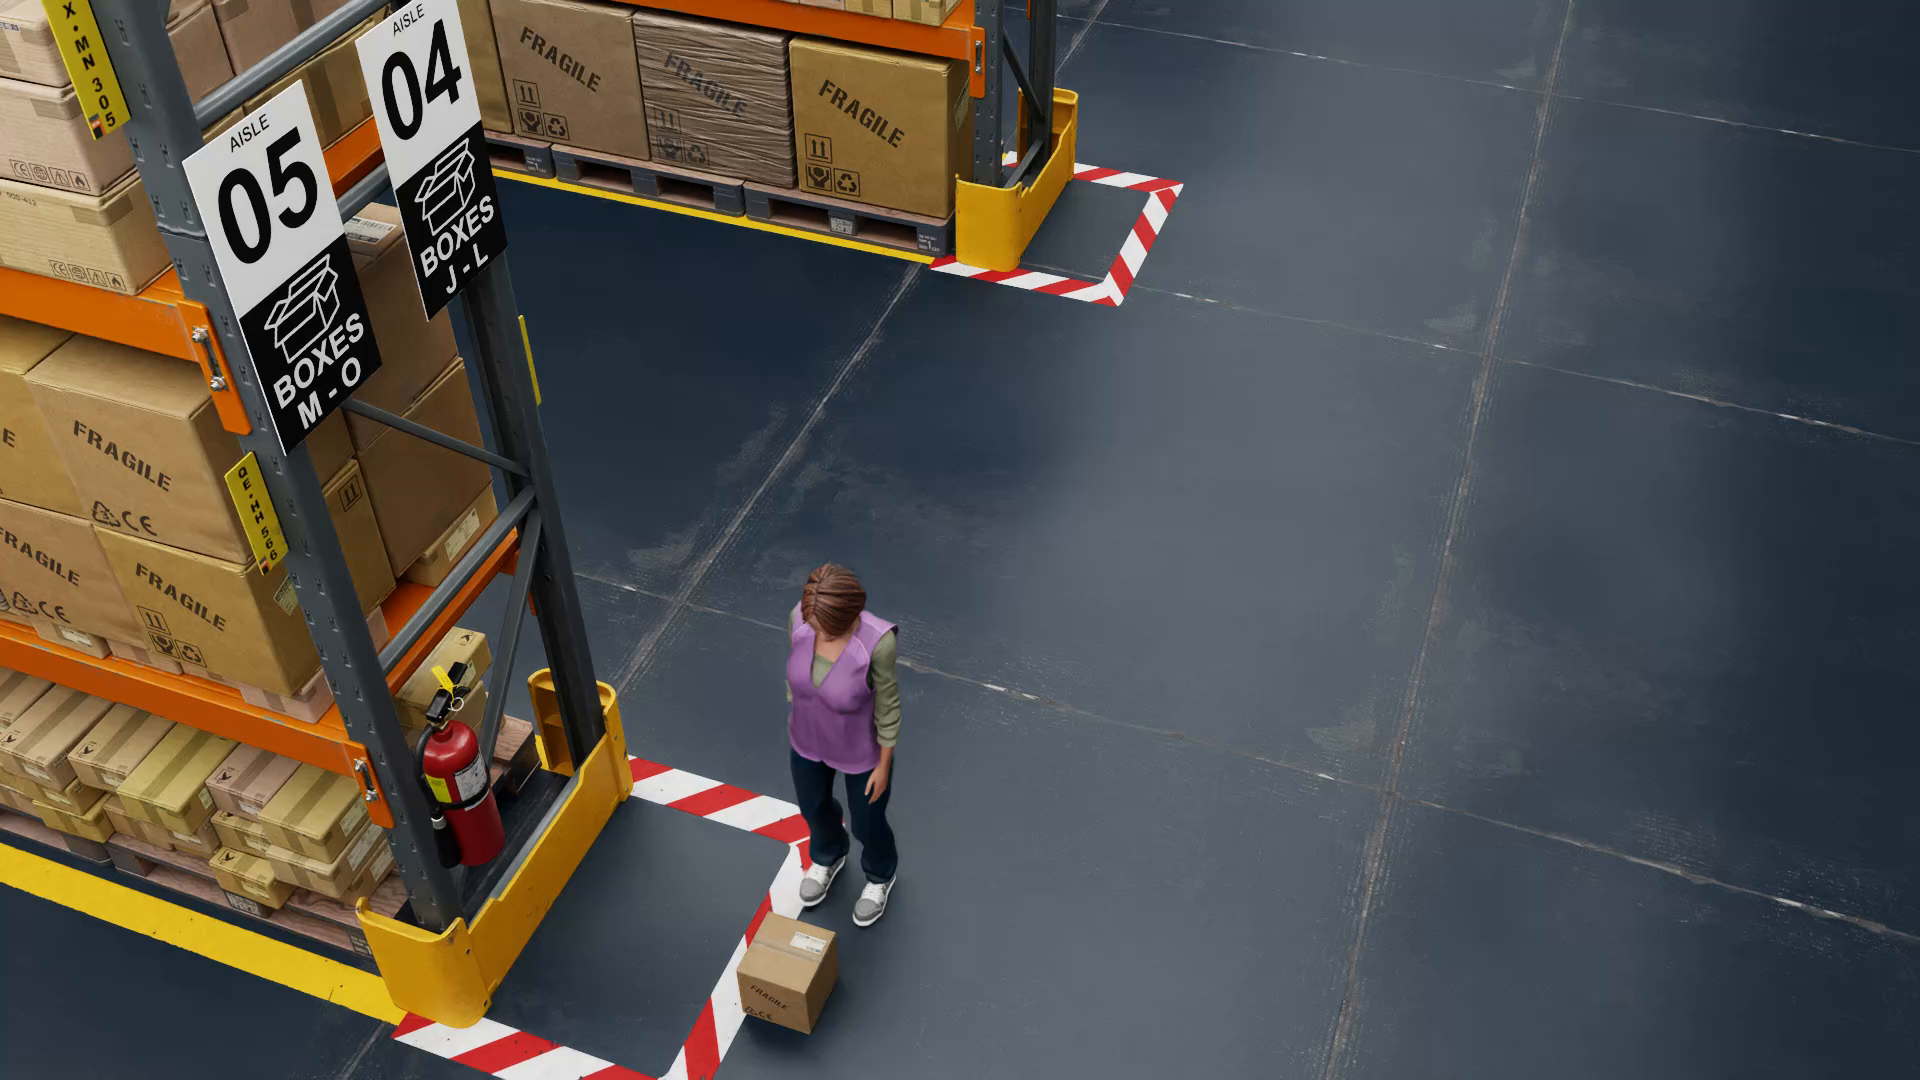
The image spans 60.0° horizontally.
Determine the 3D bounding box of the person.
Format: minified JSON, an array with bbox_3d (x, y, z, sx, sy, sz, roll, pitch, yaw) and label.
[{"bbox_3d":[-0.368,0.675,5.441,0.409,1.576,0.304,17,45,18],"label":"person"}]
